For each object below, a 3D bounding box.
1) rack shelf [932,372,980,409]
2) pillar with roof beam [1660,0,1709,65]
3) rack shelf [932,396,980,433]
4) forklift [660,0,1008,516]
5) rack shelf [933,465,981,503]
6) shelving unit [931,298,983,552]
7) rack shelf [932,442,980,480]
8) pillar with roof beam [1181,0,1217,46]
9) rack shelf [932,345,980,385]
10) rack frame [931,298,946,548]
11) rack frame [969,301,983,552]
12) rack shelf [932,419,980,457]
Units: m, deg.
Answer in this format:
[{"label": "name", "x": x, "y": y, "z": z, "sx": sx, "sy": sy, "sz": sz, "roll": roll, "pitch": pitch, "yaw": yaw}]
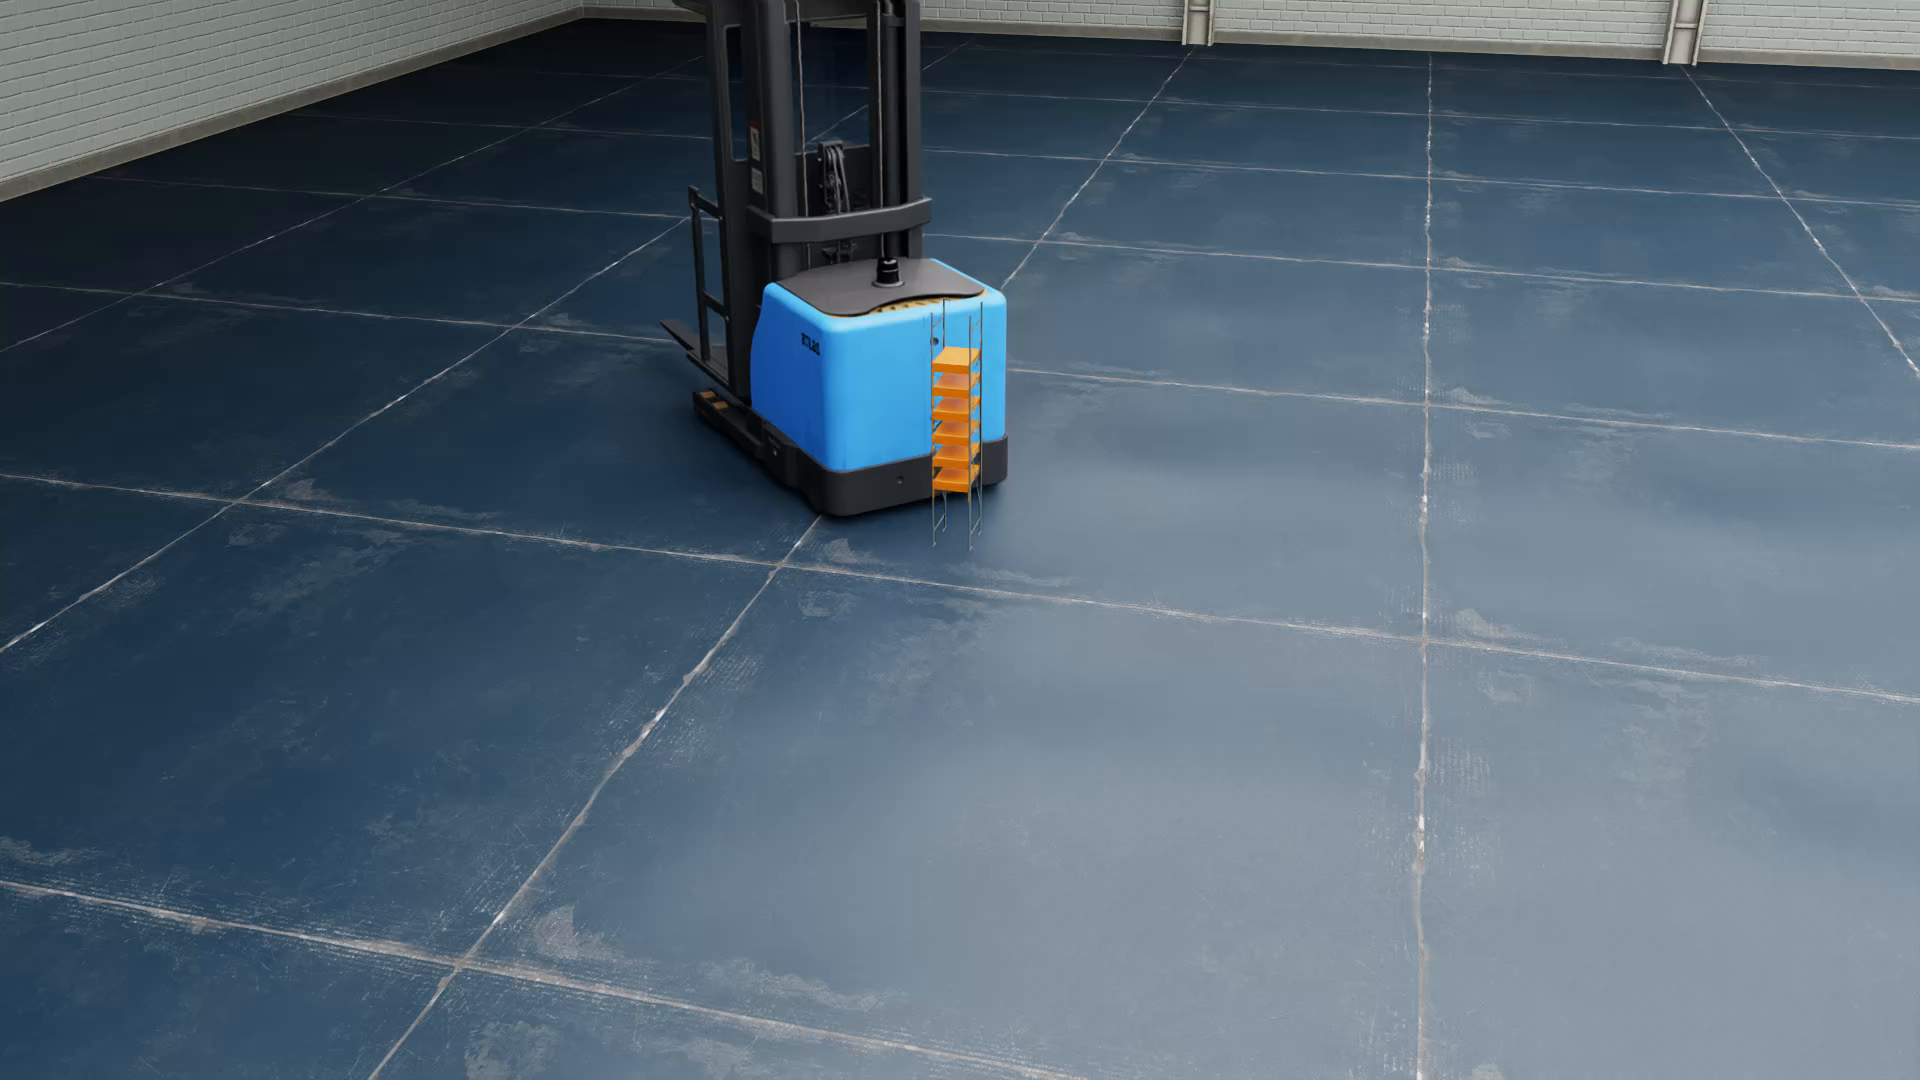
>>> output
[{"label": "rack shelf", "x": -0.014, "y": -0.720, "z": 7.911, "sx": 0.180, "sy": 0.103, "sz": 0.258, "roll": 6, "pitch": 26, "yaw": 13}, {"label": "pillar with roof beam", "x": 7.906, "y": -8.242, "z": 15.093, "sx": 0.400, "sy": 9.000, "sz": 9.100, "roll": 6, "pitch": 26, "yaw": 13}, {"label": "rack shelf", "x": -0.014, "y": -0.612, "z": 7.963, "sx": 0.180, "sy": 0.103, "sz": 0.258, "roll": 6, "pitch": 26, "yaw": 13}, {"label": "forklift", "x": -0.904, "y": -2.040, "z": 9.126, "sx": 1.130, "sy": 2.935, "sz": 3.031, "roll": -13, "pitch": 29, "yaw": -26}, {"label": "rack shelf", "x": -0.014, "y": -0.286, "z": 8.118, "sx": 0.180, "sy": 0.103, "sz": 0.258, "roll": 6, "pitch": 26, "yaw": 13}, {"label": "shelving unit", "x": -0.014, "y": -0.543, "z": 7.995, "sx": 0.189, "sy": 1.200, "sz": 0.258, "roll": 6, "pitch": 26, "yaw": 13}, {"label": "rack shelf", "x": -0.014, "y": -0.395, "z": 8.066, "sx": 0.180, "sy": 0.103, "sz": 0.258, "roll": 6, "pitch": 26, "yaw": 13}, {"label": "pillar with roof beam", "x": 2.095, "y": -8.884, "z": 16.443, "sx": 0.400, "sy": 9.000, "sz": 9.100, "roll": 6, "pitch": 26, "yaw": 13}, {"label": "rack shelf", "x": -0.014, "y": -0.828, "z": 7.860, "sx": 0.180, "sy": 0.103, "sz": 0.258, "roll": 6, "pitch": 26, "yaw": 13}, {"label": "rack frame", "x": -0.103, "y": -0.553, "z": 8.016, "sx": 0.006, "sy": 1.200, "sz": 0.240, "roll": 6, "pitch": 26, "yaw": 13}, {"label": "rack frame", "x": 0.075, "y": -0.533, "z": 7.975, "sx": 0.006, "sy": 1.200, "sz": 0.240, "roll": 6, "pitch": 26, "yaw": 13}, {"label": "rack shelf", "x": -0.014, "y": -0.503, "z": 8.014, "sx": 0.180, "sy": 0.103, "sz": 0.258, "roll": 6, "pitch": 26, "yaw": 13}]
